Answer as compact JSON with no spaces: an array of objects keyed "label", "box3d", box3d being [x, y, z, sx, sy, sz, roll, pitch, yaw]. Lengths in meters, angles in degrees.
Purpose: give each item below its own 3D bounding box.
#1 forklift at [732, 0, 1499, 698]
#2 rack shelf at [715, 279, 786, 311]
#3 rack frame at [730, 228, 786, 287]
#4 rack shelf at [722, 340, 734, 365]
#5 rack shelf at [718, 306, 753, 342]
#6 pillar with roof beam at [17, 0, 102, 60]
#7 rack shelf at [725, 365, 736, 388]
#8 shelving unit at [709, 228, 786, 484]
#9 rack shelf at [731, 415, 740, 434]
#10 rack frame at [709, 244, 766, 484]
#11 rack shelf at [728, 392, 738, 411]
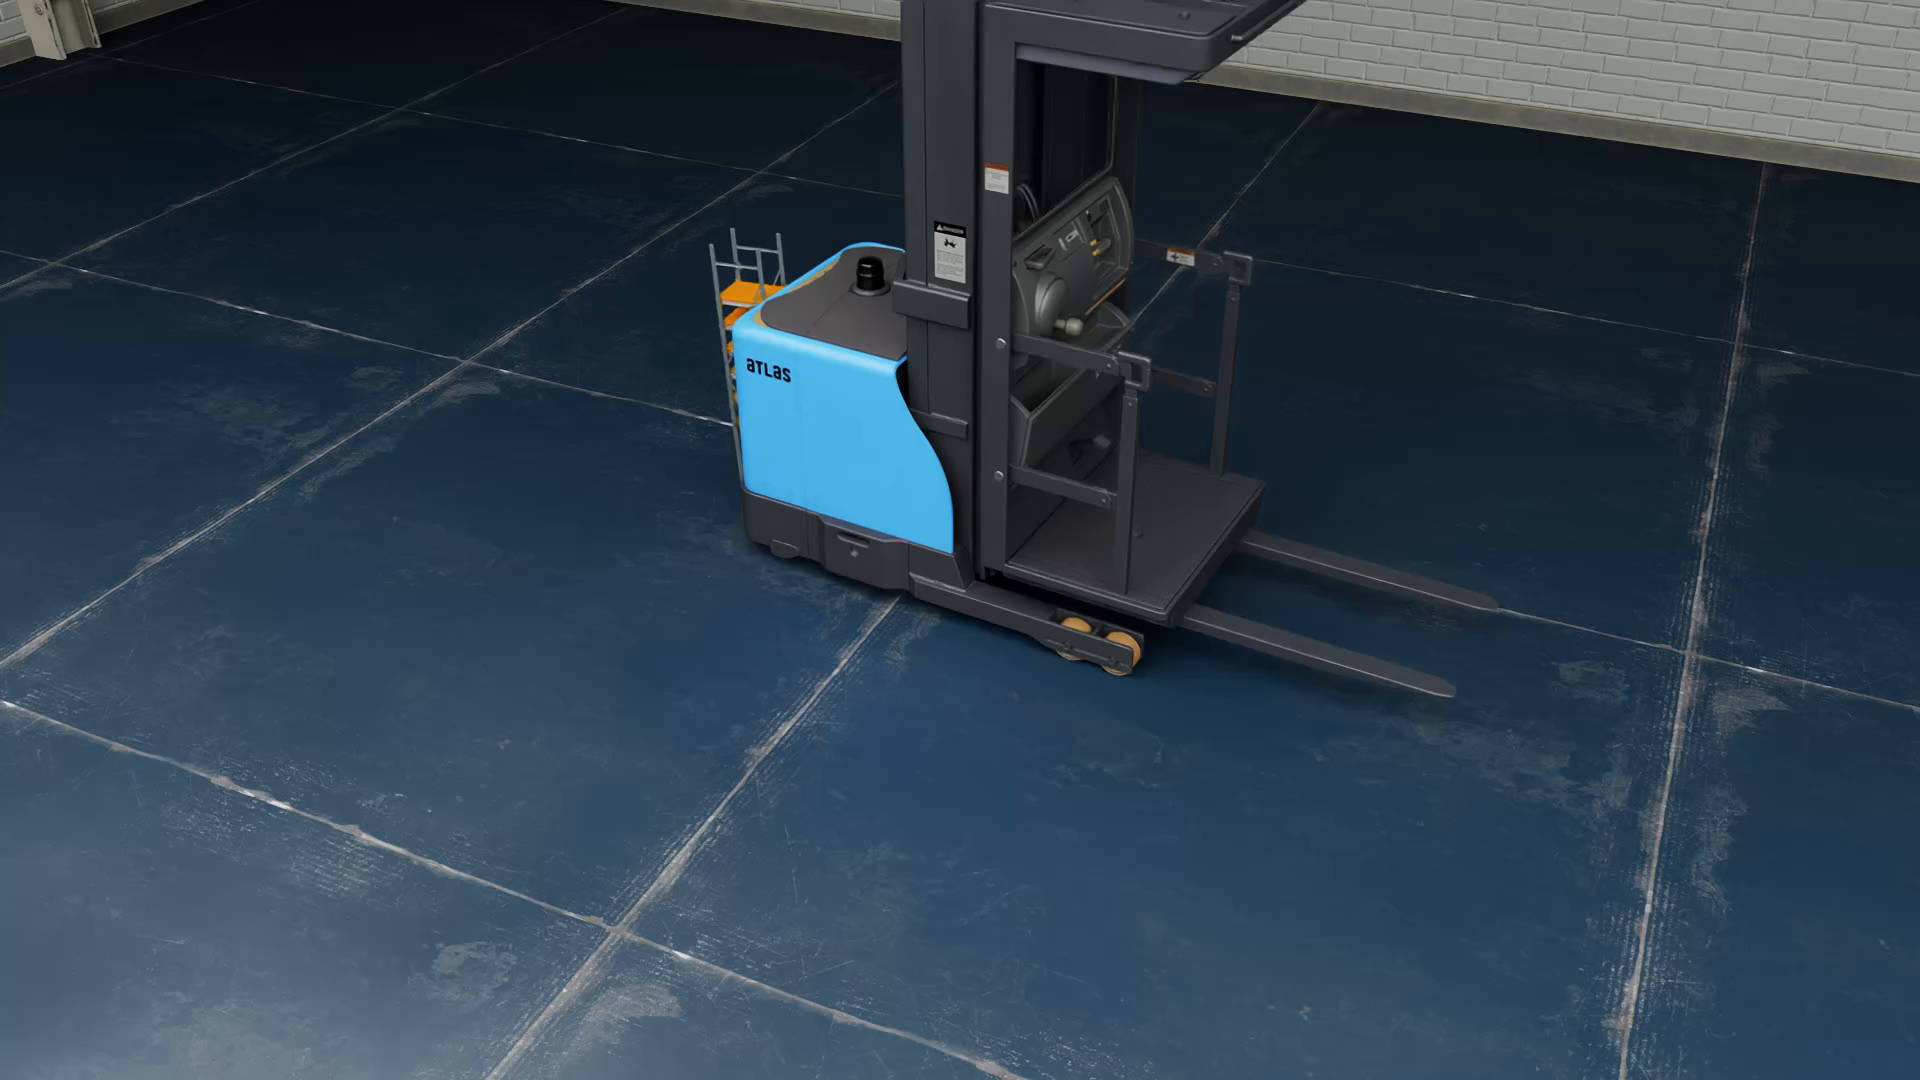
[{"label":"forklift","box3d":[0.612,-1.035,6.156,3.031,2.935,1.130,17,37,24]},{"label":"rack shelf","box3d":[-0.891,-1.024,7.131,0.258,0.103,0.180,10,35,20]},{"label":"rack frame","box3d":[-0.843,-0.805,7.371,0.240,1.200,0.006,10,35,20]},{"label":"rack shelf","box3d":[-0.880,-0.821,7.260,0.258,0.103,0.180,10,35,20]},{"label":"rack shelf","box3d":[-0.885,-0.923,7.195,0.258,0.103,0.180,10,35,20]},{"label":"pillar with roof beam","box3d":[-3.146,-6.647,9.181,9.100,9.000,0.400,14,36,20]},{"label":"rack shelf","box3d":[-0.875,-0.720,7.324,0.258,0.103,0.180,10,35,20]},{"label":"shelving unit","box3d":[-0.877,-0.758,7.300,0.258,1.200,0.189,10,35,20]},{"label":"rack shelf","box3d":[-0.865,-0.518,7.453,0.258,0.103,0.180,10,35,20]},{"label":"rack frame","box3d":[-0.911,-0.711,7.229,0.240,1.200,0.006,10,35,20]},{"label":"rack shelf","box3d":[-0.870,-0.619,7.388,0.258,0.103,0.180,10,35,20]}]
